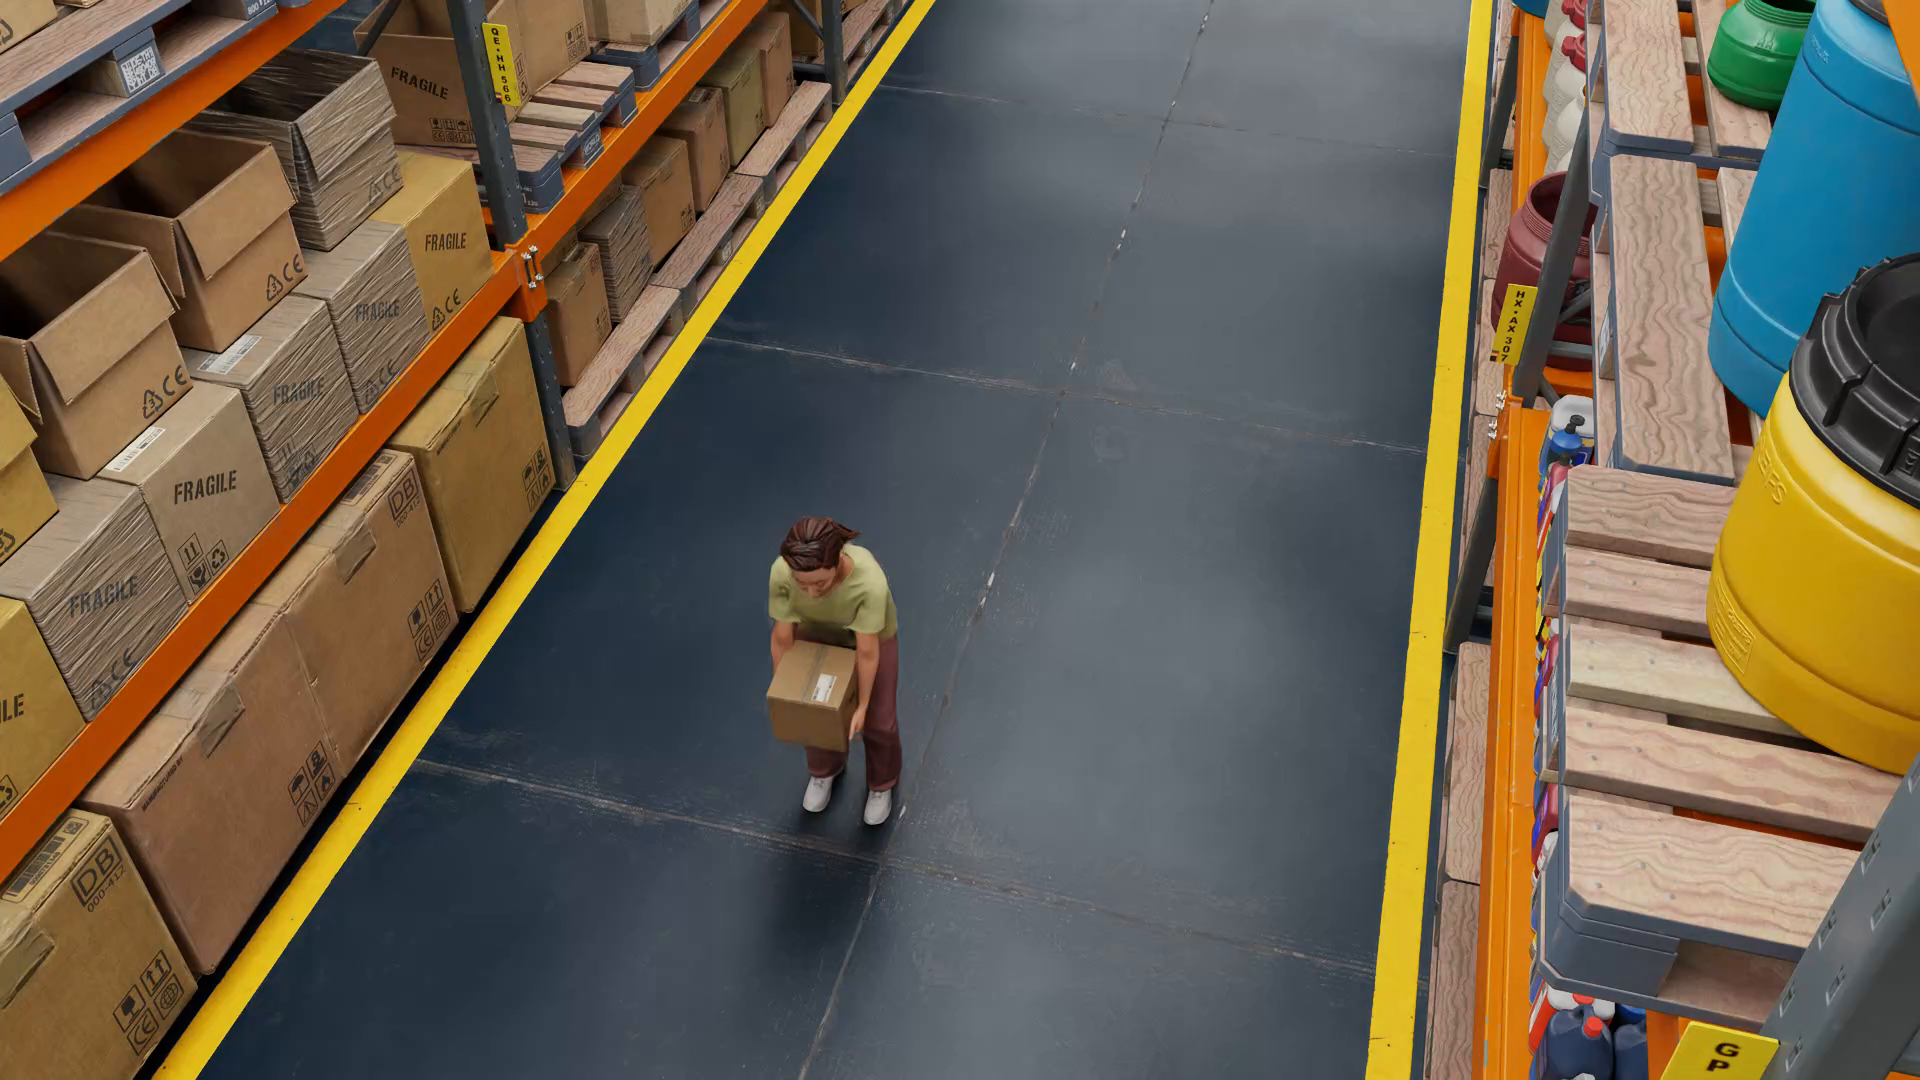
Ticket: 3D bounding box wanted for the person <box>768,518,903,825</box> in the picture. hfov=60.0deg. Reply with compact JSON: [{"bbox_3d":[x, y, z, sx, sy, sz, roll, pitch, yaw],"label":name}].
[{"bbox_3d":[-0.424,0.428,5.753,0.412,1.571,0.582,9,42,10],"label":"person"}]
